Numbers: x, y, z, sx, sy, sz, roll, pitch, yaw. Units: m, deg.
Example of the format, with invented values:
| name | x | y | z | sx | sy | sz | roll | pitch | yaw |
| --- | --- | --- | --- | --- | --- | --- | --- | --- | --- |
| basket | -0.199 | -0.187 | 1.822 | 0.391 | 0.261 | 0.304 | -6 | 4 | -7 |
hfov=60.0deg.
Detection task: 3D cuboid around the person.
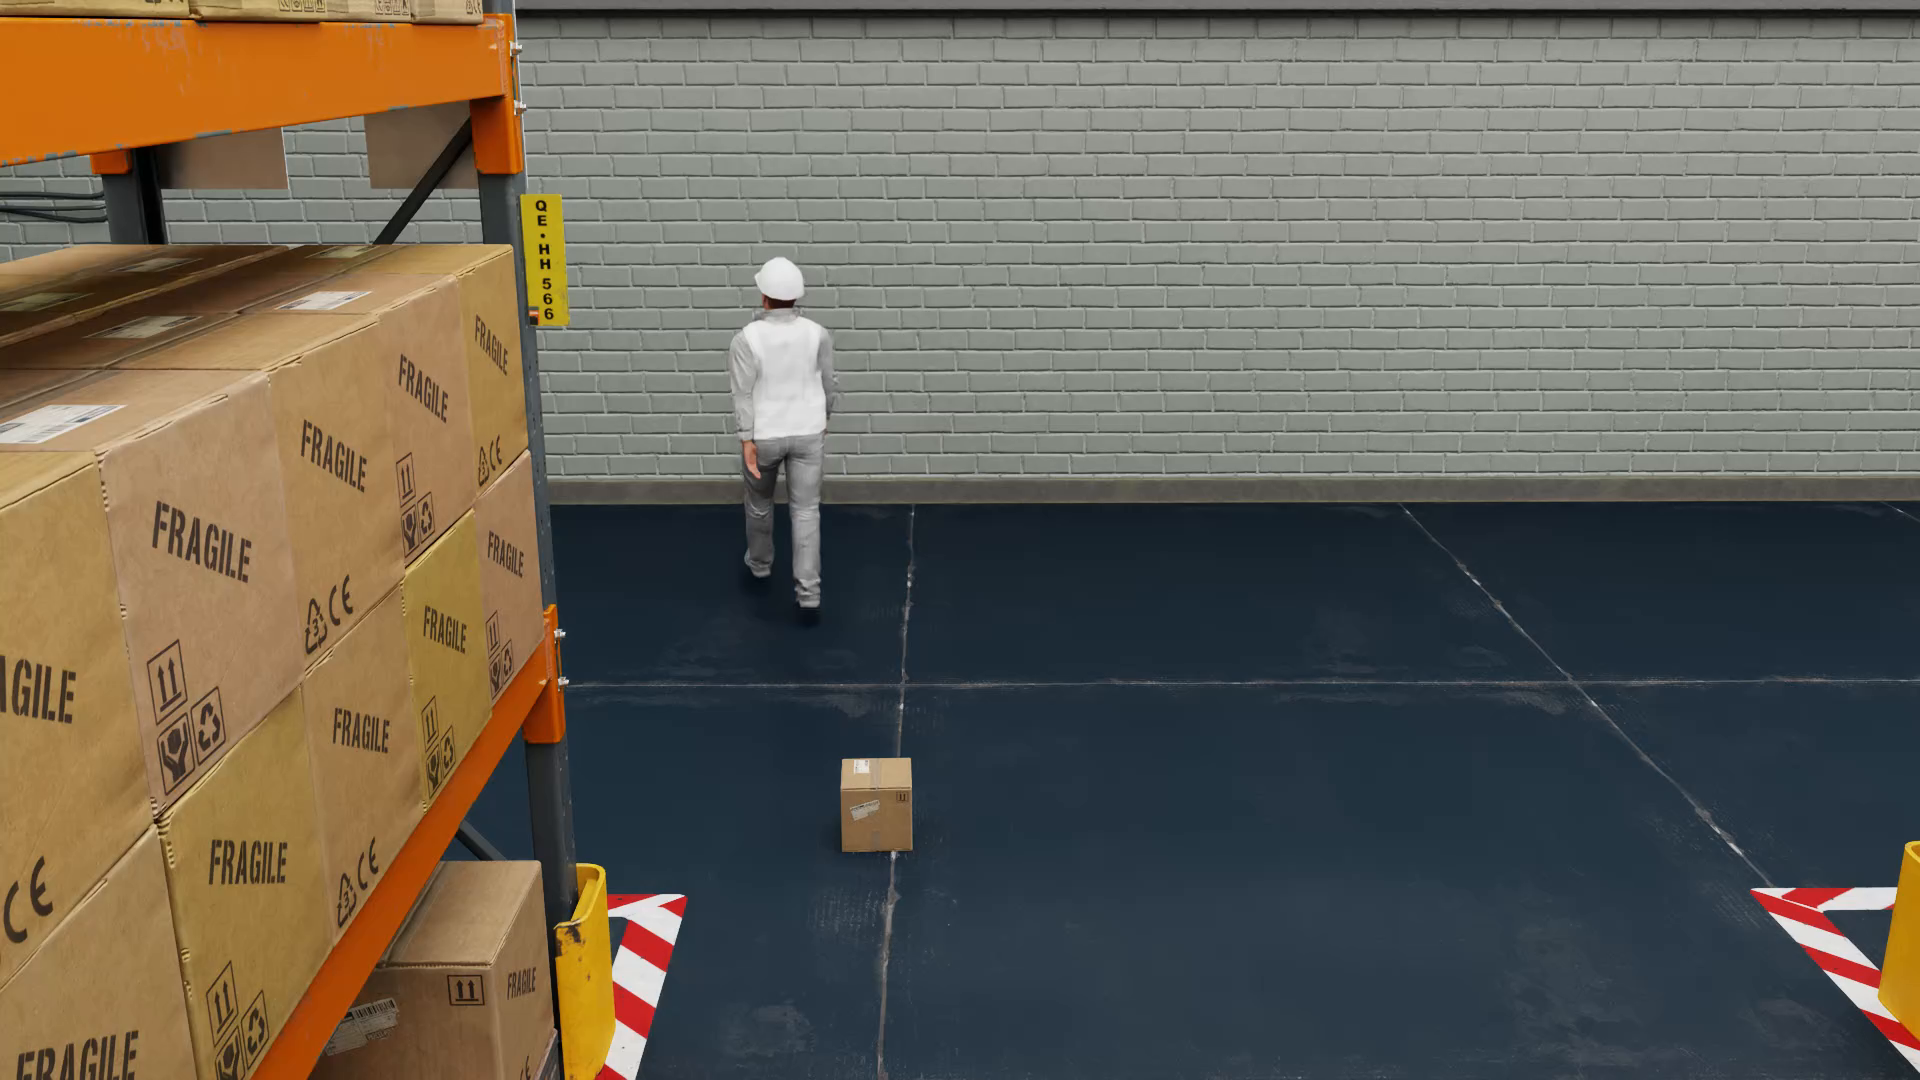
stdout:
| name | x | y | z | sx | sy | sz | roll | pitch | yaw |
| --- | --- | --- | --- | --- | --- | --- | --- | --- | --- |
| person | -0.883 | -0.565 | 8.351 | 0.542 | 1.722 | 1.033 | -3 | 17 | -11 |
